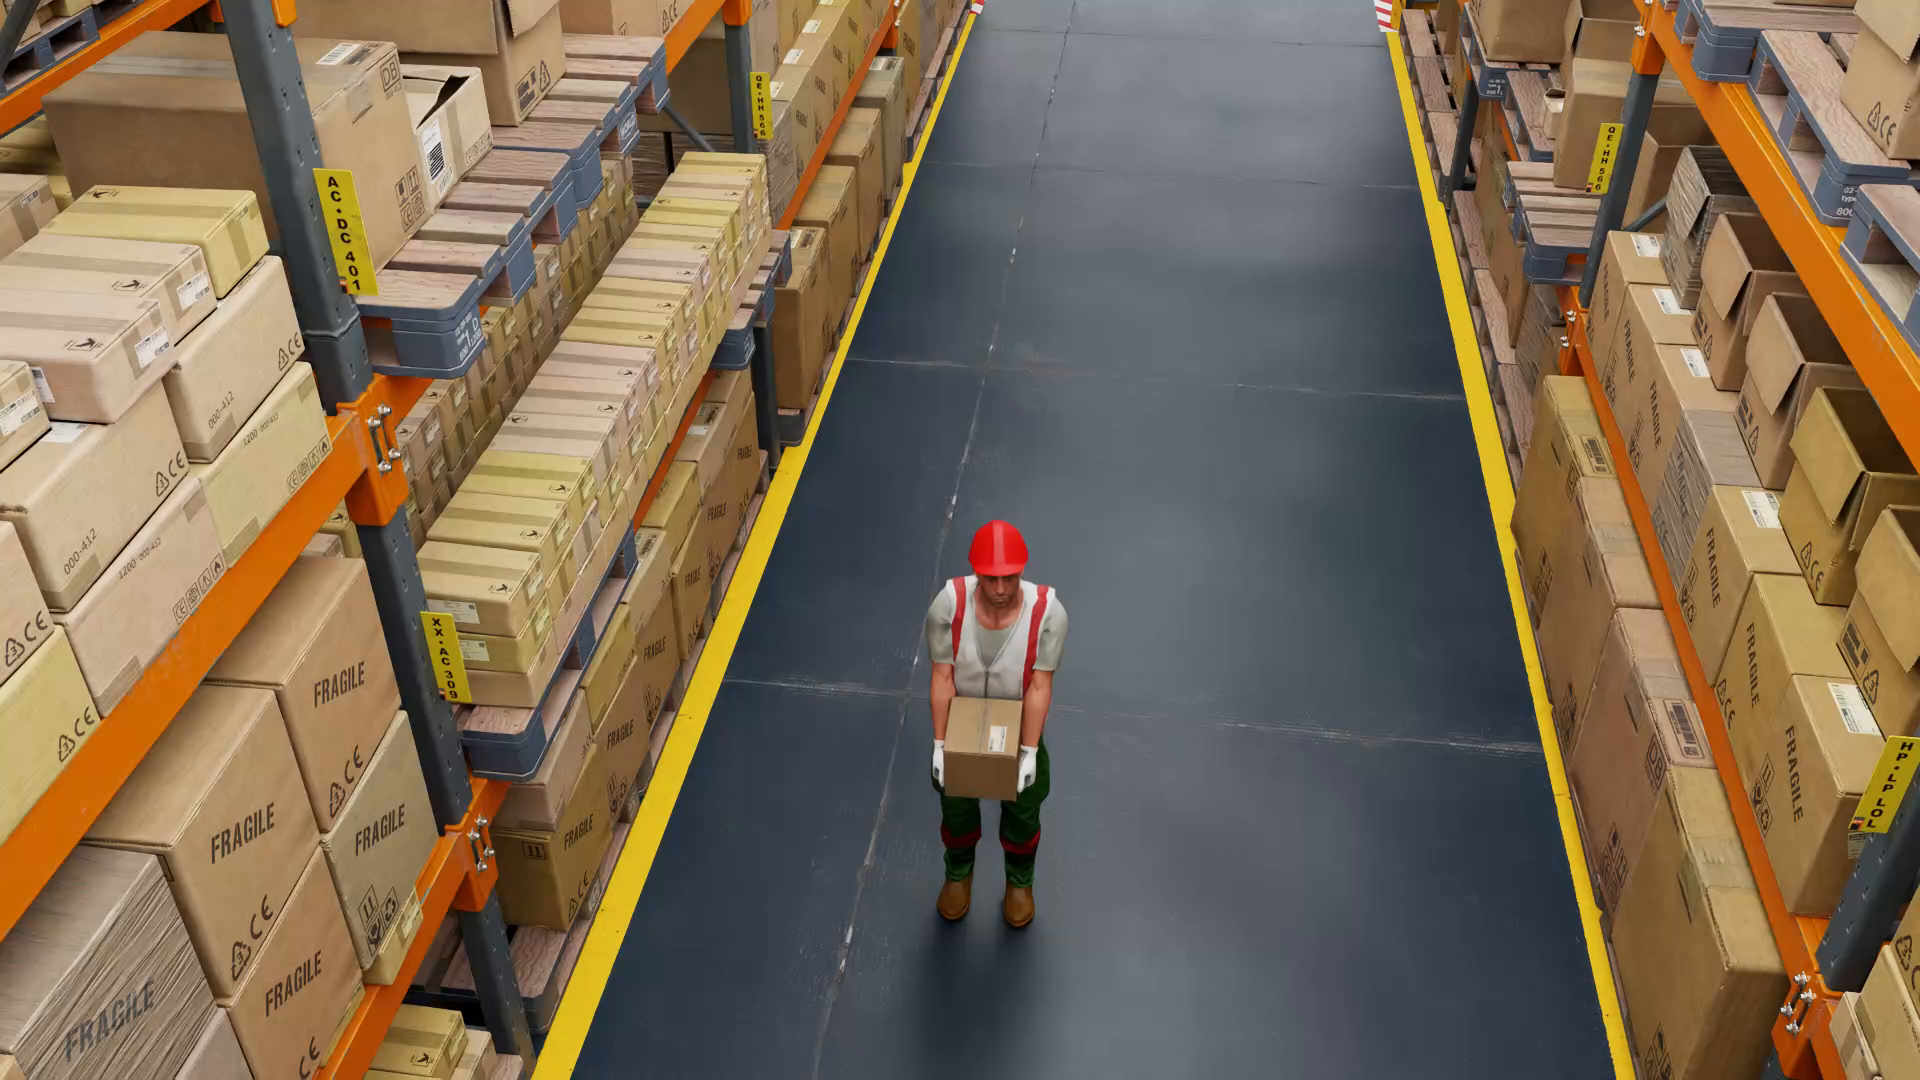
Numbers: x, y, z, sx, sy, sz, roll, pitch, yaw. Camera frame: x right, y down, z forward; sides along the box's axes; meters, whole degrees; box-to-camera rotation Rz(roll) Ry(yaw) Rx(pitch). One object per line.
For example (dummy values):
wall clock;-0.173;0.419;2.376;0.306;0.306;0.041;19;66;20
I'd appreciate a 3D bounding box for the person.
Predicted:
person;0.117;0.730;6.010;0.495;1.786;0.556;4;36;5
